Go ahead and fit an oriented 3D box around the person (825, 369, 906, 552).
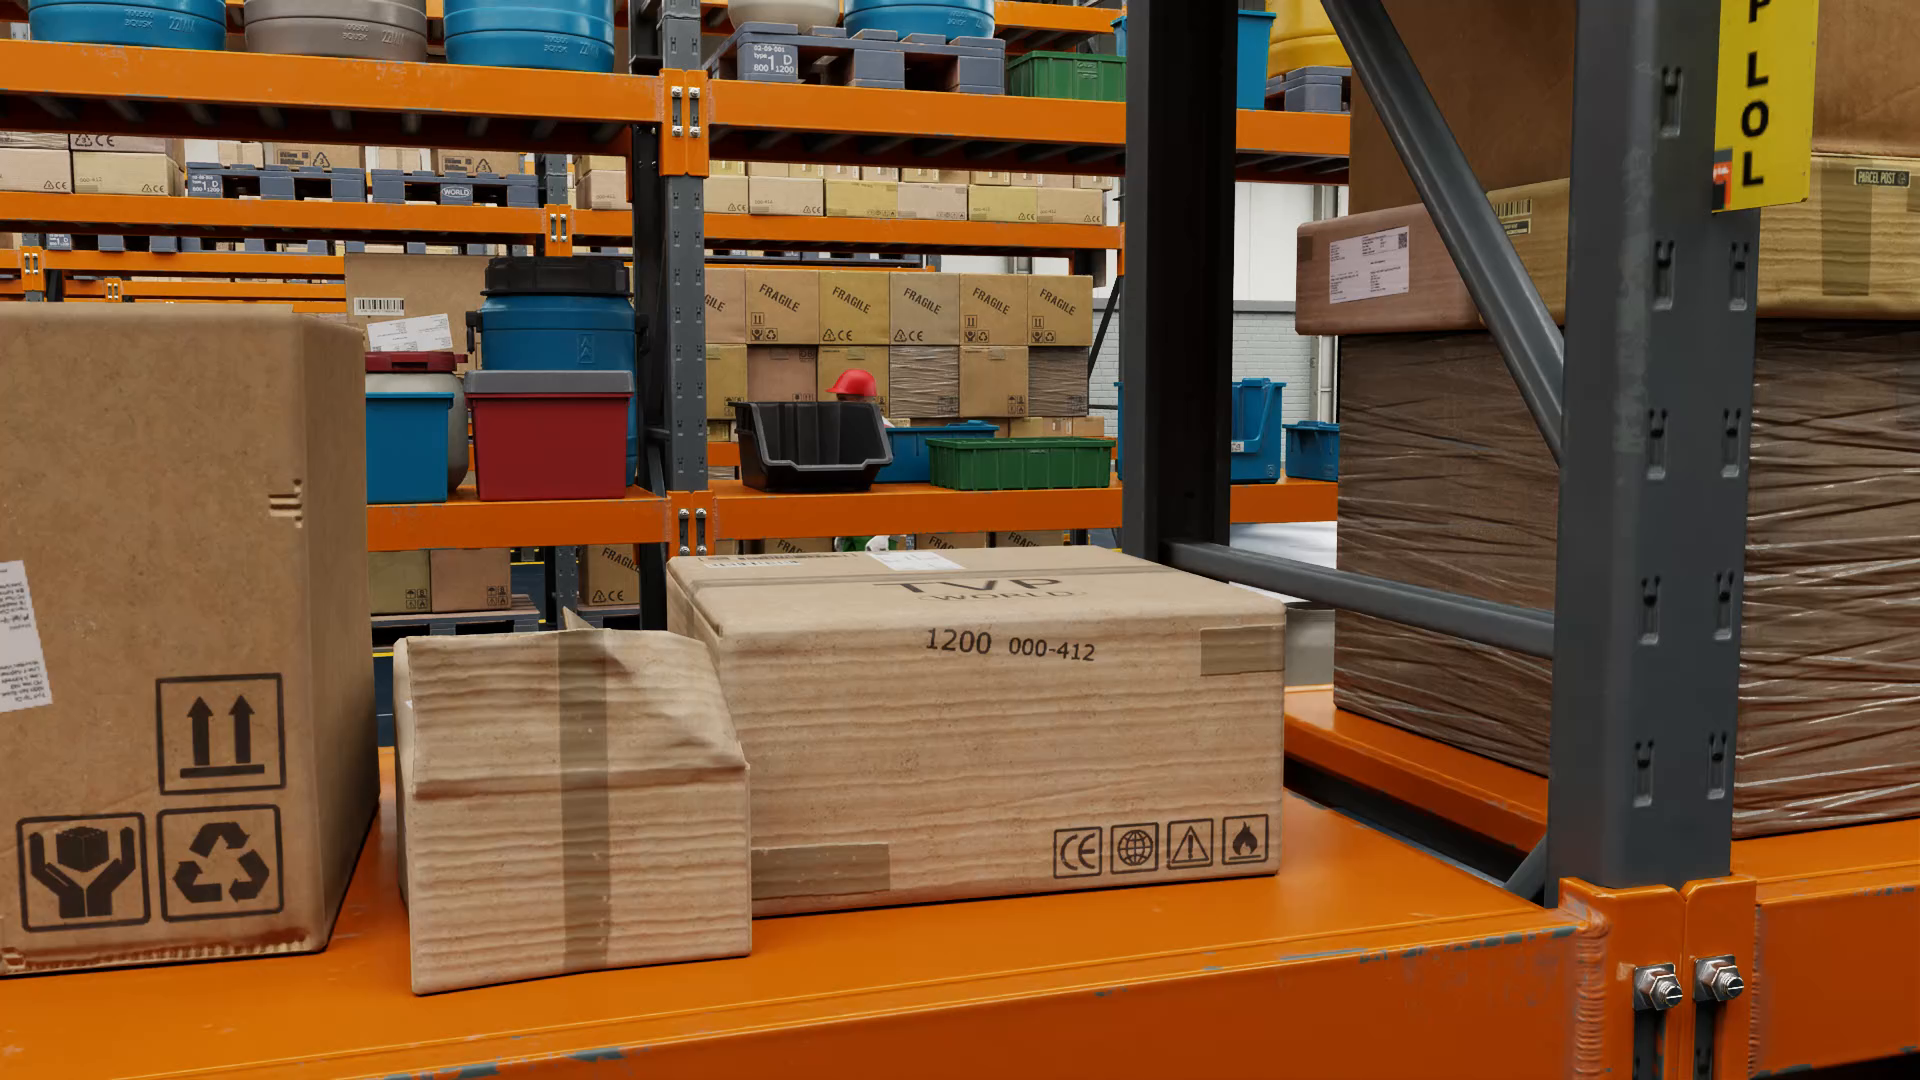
[{"bbox_3d":[-0.509,-0.023,8.922,0.448,1.780,0.620,-2,6,-22],"label":"person"}]
